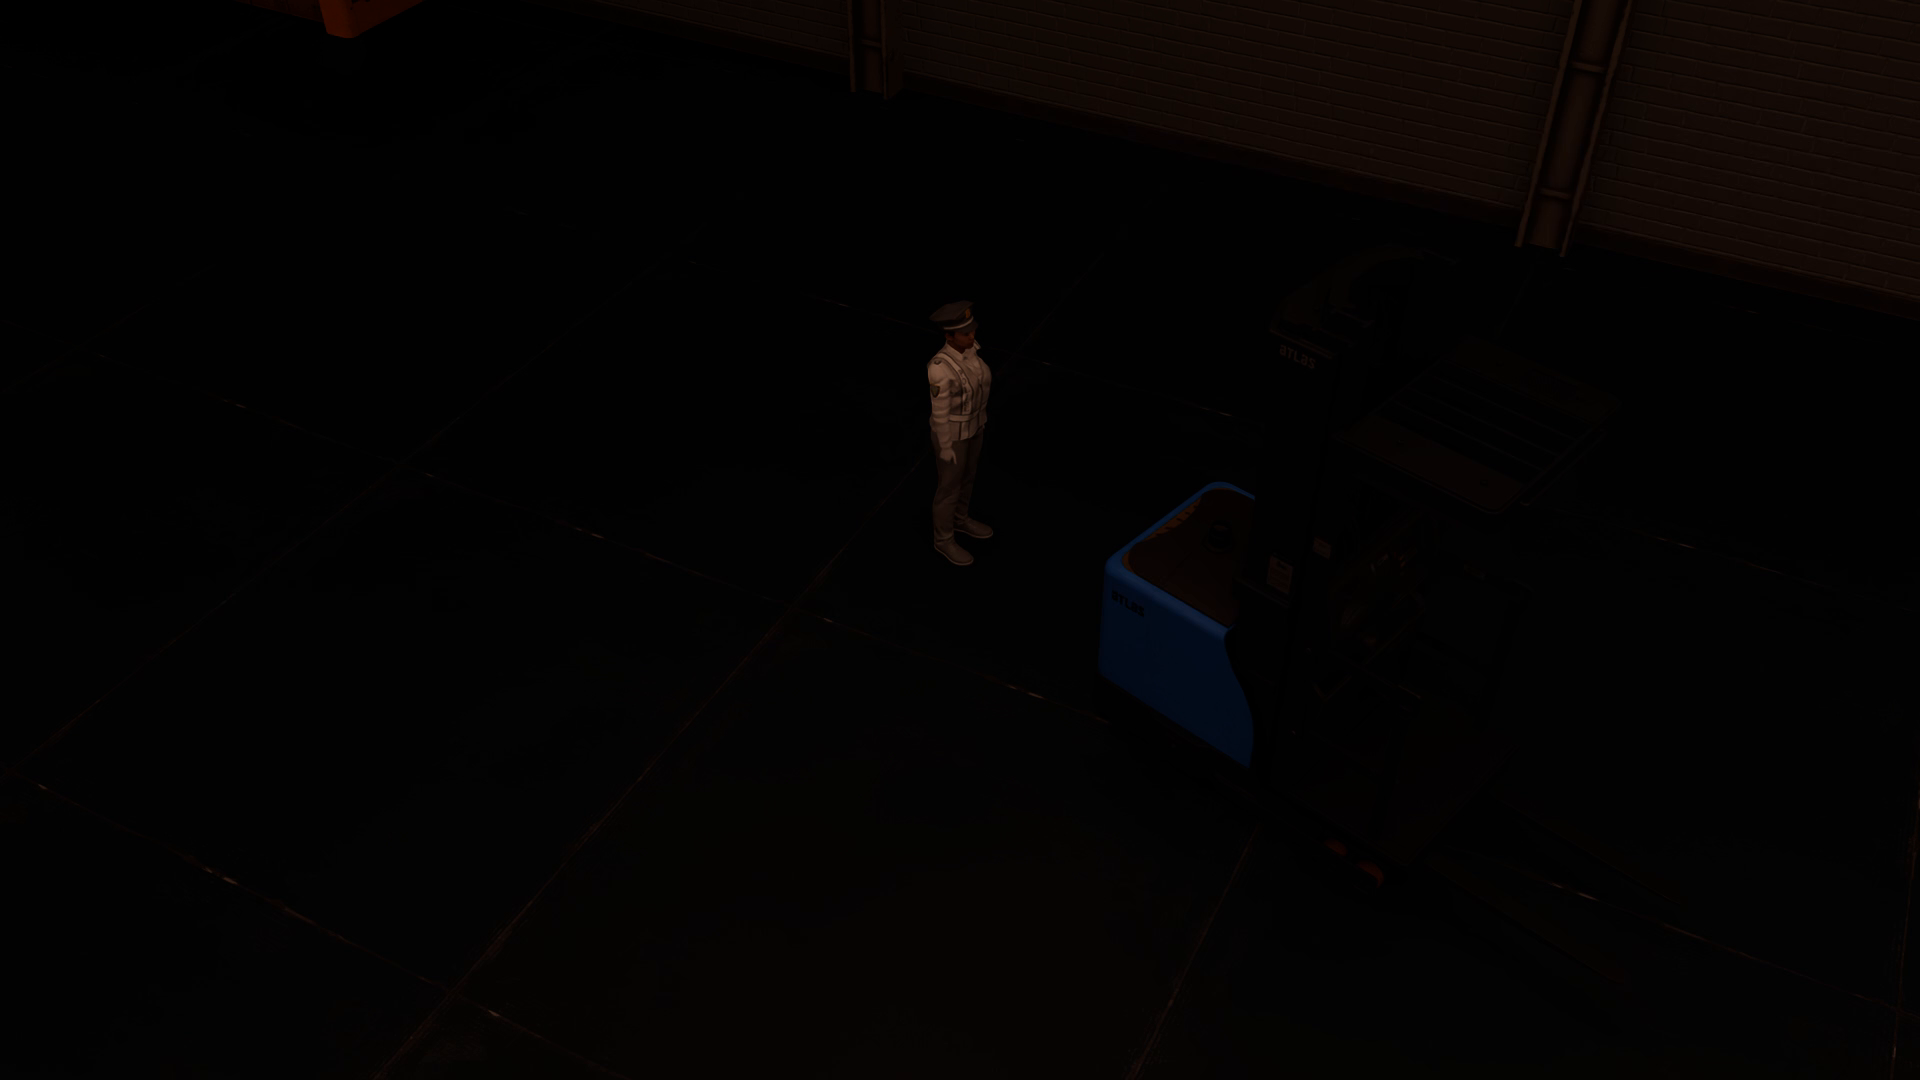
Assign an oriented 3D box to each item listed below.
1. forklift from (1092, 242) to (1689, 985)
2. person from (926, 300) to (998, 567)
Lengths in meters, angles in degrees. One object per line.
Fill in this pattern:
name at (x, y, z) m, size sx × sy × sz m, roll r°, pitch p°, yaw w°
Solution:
forklift at (2.138, 0.236, 7.706) m, size 3.031 × 2.935 × 1.130 m, roll 31°, pitch 49°, yaw 32°
person at (0.002, -0.649, 9.722) m, size 0.353 × 1.694 × 0.461 m, roll 18°, pitch 43°, yaw 21°
